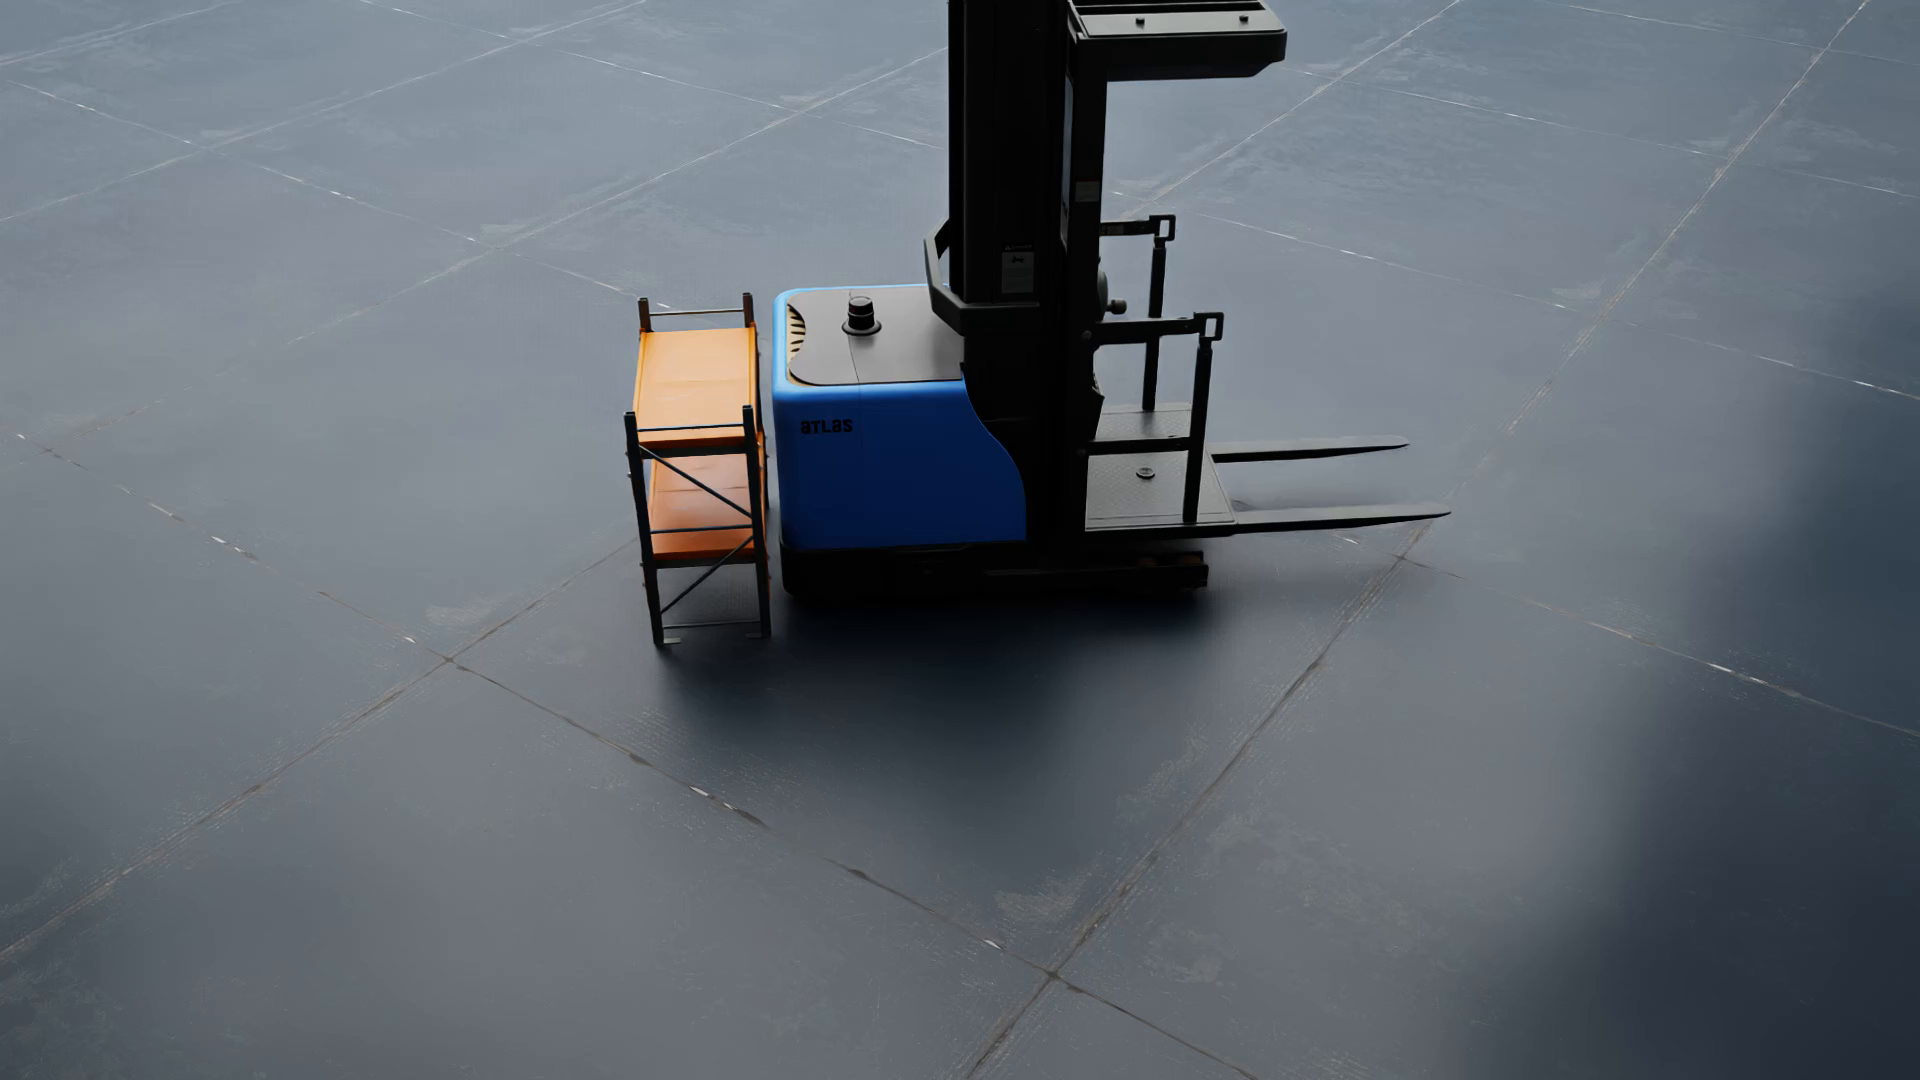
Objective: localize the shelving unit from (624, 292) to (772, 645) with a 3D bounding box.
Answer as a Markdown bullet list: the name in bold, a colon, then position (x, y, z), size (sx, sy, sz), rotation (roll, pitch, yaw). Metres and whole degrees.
- **shelving unit**: position (-1.112, -0.325, 7.226), size (0.538, 1.125, 1.048), rotation (-4, 34, -5)

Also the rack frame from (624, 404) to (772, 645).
- **rack frame**: position (-1.058, -0.042, 6.807), size (0.500, 1.125, 0.032), rotation (-4, 34, -5)

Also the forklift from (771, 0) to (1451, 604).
- **forklift**: position (0.690, -1.265, 7.005), size (3.031, 2.935, 1.130), rotation (-3, 34, -4)

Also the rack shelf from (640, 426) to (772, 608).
- **rack shelf**: position (-1.112, -0.123, 7.363), size (0.538, 0.278, 1.000), rotation (-4, 34, -5)

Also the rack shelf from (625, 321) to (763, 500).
- **rack shelf**: position (-1.113, -0.568, 7.062), size (0.538, 0.278, 1.000), rotation (-4, 34, -5)

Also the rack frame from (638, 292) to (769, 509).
- **rack frame**: position (-1.166, -0.609, 7.644), size (0.500, 1.125, 0.032), rotation (-4, 34, -5)
